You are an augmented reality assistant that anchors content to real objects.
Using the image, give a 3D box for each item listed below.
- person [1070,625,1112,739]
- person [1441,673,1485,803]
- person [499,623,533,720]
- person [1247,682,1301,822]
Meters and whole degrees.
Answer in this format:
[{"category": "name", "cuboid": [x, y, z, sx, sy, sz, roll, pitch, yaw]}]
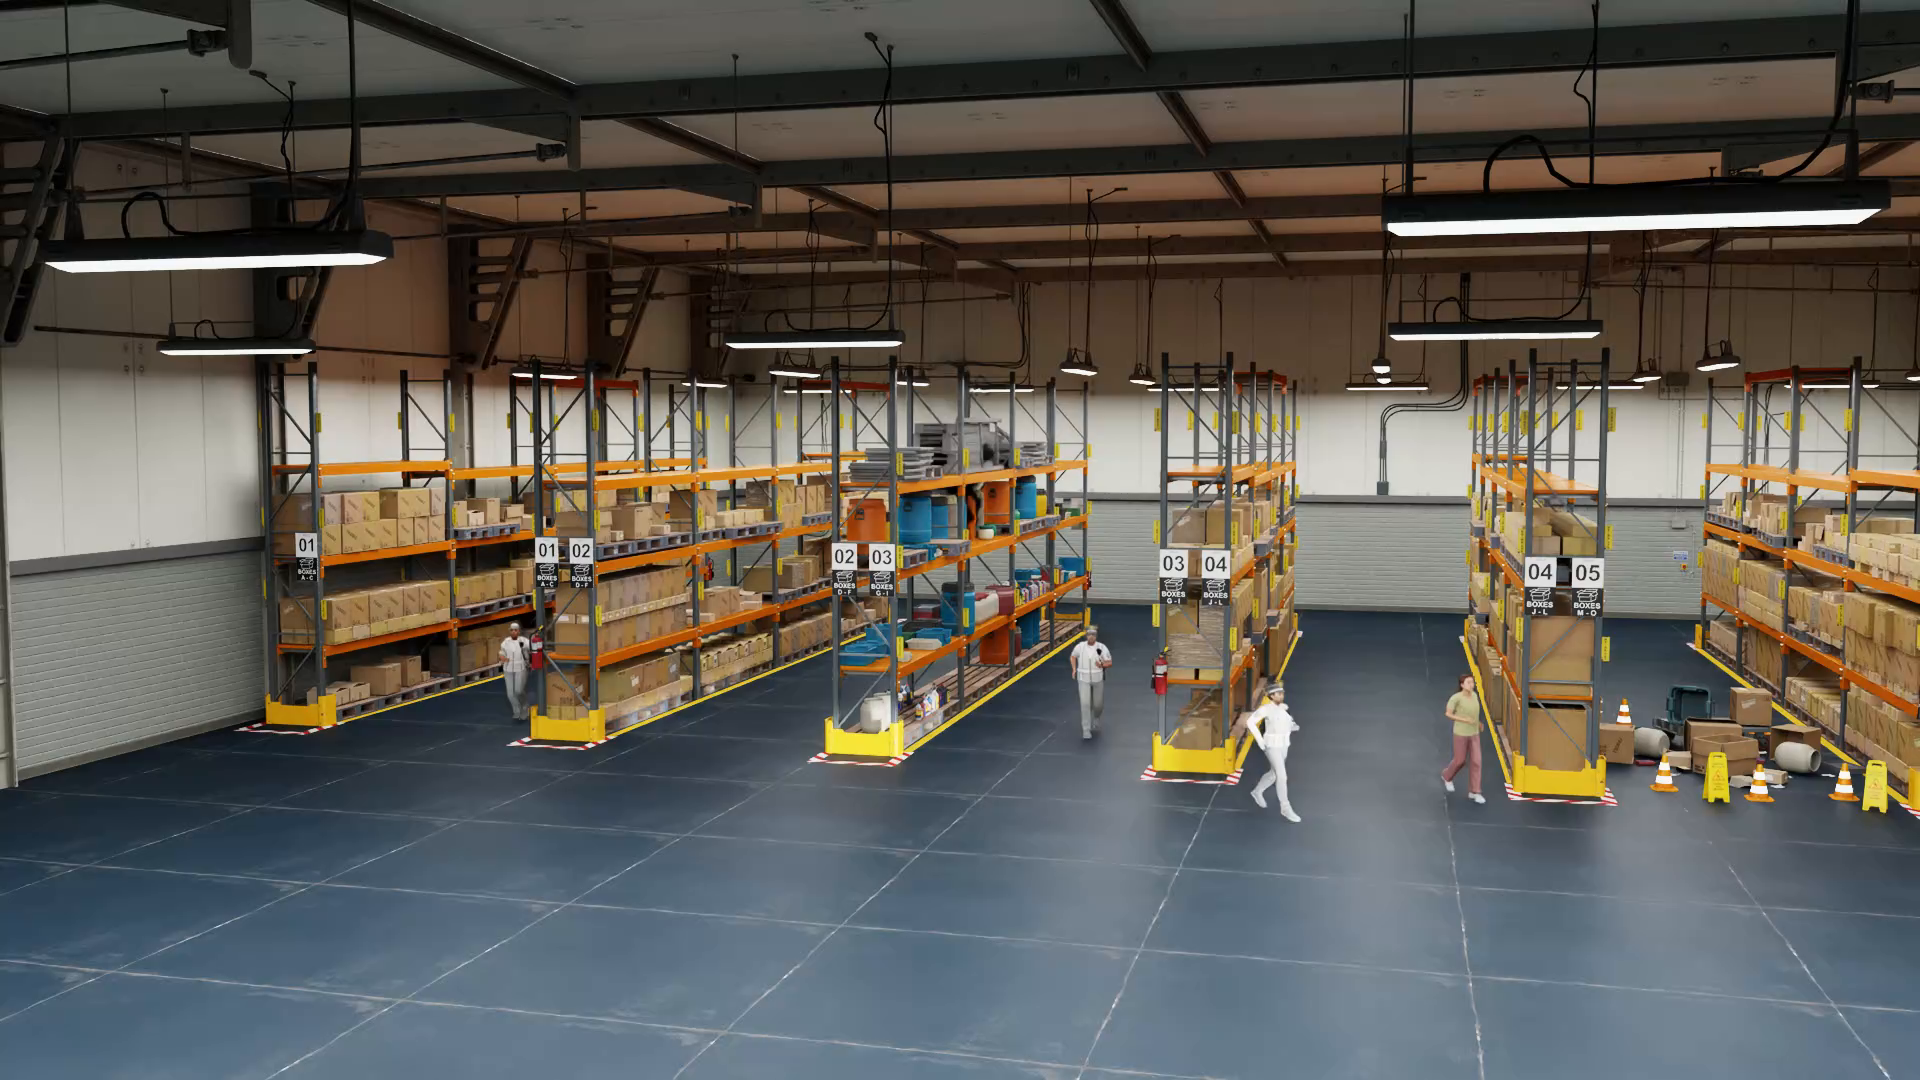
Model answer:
[{"category": "person", "cuboid": [2.094, 2.232, 26.571, 0.669, 1.758, 0.980, 0, 4, 3]}, {"category": "person", "cuboid": [6.724, 2.606, 22.171, 0.596, 1.676, 0.828, -1, 4, -19]}, {"category": "person", "cuboid": [-7.444, 2.213, 27.893, 0.584, 1.640, 0.639, 0, 4, 2]}, {"category": "person", "cuboid": [4.013, 2.649, 21.136, 0.600, 1.709, 0.903, -3, 5, -39]}]
